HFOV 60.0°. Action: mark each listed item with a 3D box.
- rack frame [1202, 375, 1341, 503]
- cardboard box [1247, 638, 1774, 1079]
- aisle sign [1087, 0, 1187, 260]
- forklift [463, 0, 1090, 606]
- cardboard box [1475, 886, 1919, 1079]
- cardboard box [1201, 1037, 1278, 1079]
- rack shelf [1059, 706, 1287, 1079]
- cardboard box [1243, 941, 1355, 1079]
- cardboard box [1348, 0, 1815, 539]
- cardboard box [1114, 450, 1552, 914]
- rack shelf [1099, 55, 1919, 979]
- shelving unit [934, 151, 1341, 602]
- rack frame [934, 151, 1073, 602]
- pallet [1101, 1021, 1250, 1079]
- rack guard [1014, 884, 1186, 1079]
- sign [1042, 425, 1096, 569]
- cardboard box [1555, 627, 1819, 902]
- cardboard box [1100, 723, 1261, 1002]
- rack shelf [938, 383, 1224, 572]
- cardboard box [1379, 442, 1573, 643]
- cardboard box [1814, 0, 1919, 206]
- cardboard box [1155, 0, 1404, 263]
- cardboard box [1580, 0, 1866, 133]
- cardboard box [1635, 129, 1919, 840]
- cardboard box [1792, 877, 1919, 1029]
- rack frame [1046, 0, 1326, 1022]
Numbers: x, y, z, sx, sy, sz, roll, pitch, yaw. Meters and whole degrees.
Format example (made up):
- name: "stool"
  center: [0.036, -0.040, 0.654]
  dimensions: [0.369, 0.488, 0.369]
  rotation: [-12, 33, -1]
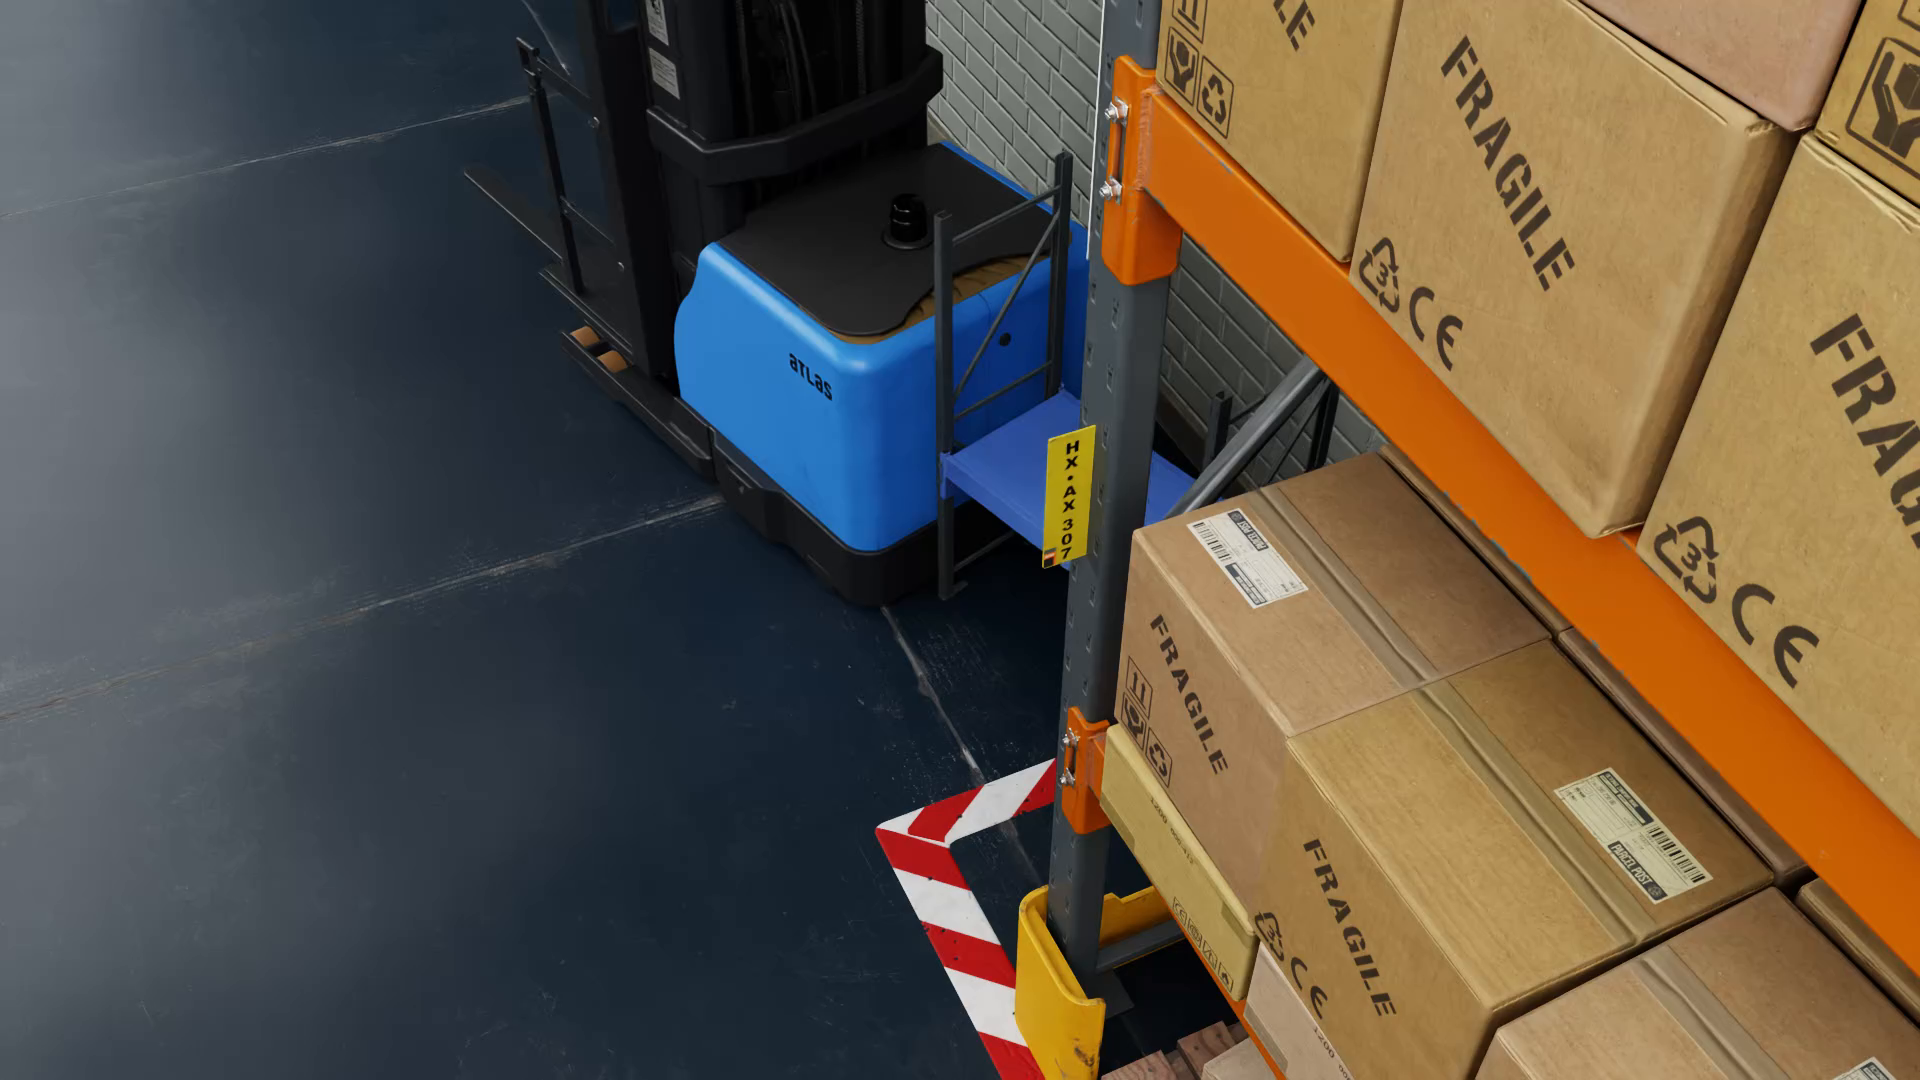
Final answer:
- name: "rack frame"
  center: [0.798, 0.083, 4.598]
  dimensions: [0.500, 1.500, 0.032]
  rotation: [-32, 53, -28]
- name: "cardboard box"
  center: [0.822, 0.562, 2.604]
  dimensions: [0.500, 0.500, 0.500]
  rotation: [-18, 47, -17]
- name: "aisle sign"
  center: [0.393, -0.811, 2.585]
  dimensions: [0.394, 0.787, 0.004]
  rotation: [-18, 47, -17]
- name: "forklift"
  center: [-0.875, -1.795, 5.483]
  dimensions: [1.130, 2.935, 3.031]
  rotation: [-30, 52, -27]
- name: "cardboard box"
  center: [1.034, 0.893, 2.268]
  dimensions: [0.500, 0.500, 0.500]
  rotation: [-20, 48, -19]
- name: "cardboard box"
  center: [0.905, 1.339, 3.858]
  dimensions: [0.500, 0.311, 0.500]
  rotation: [-23, 49, -22]
- name: "rack shelf"
  center: [1.536, 1.602, 2.503]
  dimensions: [1.077, 0.370, 4.000]
  rotation: [-18, 47, -17]
- name: "cardboard box"
  center: [0.844, 0.849, 2.846]
  dimensions: [0.500, 0.250, 0.500]
  rotation: [-19, 48, -19]
- name: "cardboard box"
  center: [0.803, -0.399, 1.798]
  dimensions: [0.500, 0.500, 0.500]
  rotation: [-15, 47, -15]
- name: "cardboard box"
  center: [0.623, 0.244, 2.926]
  dimensions: [0.500, 0.500, 0.500]
  rotation: [-18, 47, -17]
- name: "rack shelf"
  center: [1.536, 0.534, 1.449]
  dimensions: [1.077, 0.370, 4.000]
  rotation: [-18, 47, -17]
- name: "shelving unit"
  center: [0.461, -0.185, 4.870]
  dimensions: [0.538, 1.500, 1.048]
  rotation: [-32, 53, -28]
- name: "rack frame"
  center: [0.125, -0.453, 5.141]
  dimensions: [0.500, 1.500, 0.032]
  rotation: [-32, 53, -28]
- name: "pallet"
  center: [1.037, 1.641, 3.937]
  dimensions: [1.003, 0.211, 1.213]
  rotation: [-18, 47, -17]
- name: "rack guard"
  center: [0.727, 1.010, 4.371]
  dimensions: [1.175, 0.500, 0.348]
  rotation: [-18, 47, -17]
- name: "sign"
  center: [0.203, -0.076, 3.075]
  dimensions: [0.100, 0.325, 0.005]
  rotation: [-18, 47, -17]
- name: "cardboard box"
  center: [1.289, 0.412, 2.755]
  dimensions: [0.500, 0.500, 0.500]
  rotation: [-17, 47, -17]
- name: "cardboard box"
  center: [0.612, 0.523, 3.177]
  dimensions: [0.500, 0.250, 0.500]
  rotation: [-19, 48, -19]
- name: "rack shelf"
  center: [0.461, -0.057, 4.996]
  dimensions: [0.538, 0.185, 1.000]
  rotation: [-32, 53, -28]
- name: "cardboard box"
  center: [1.086, 0.088, 3.083]
  dimensions: [0.500, 0.500, 0.500]
  rotation: [-19, 48, -18]
- name: "cardboard box"
  center: [1.028, -0.420, 1.107]
  dimensions: [0.500, 0.500, 0.500]
  rotation: [-17, 47, -16]
- name: "cardboard box"
  center: [0.609, -0.752, 2.155]
  dimensions: [0.500, 0.500, 0.500]
  rotation: [-17, 47, -16]
- name: "cardboard box"
  center: [0.802, -0.743, 1.434]
  dimensions: [0.500, 0.500, 0.500]
  rotation: [-19, 48, -18]
- name: "cardboard box"
  center: [1.024, -0.070, 1.464]
  dimensions: [0.500, 0.500, 0.500]
  rotation: [-16, 47, -16]
- name: "cardboard box"
  center: [1.510, 0.740, 2.423]
  dimensions: [0.500, 0.500, 0.500]
  rotation: [-19, 48, -18]
- name: "rack frame"
  center: [0.695, 0.072, 3.542]
  dimensions: [1.000, 3.000, 0.127]
  rotation: [-18, 47, -17]
